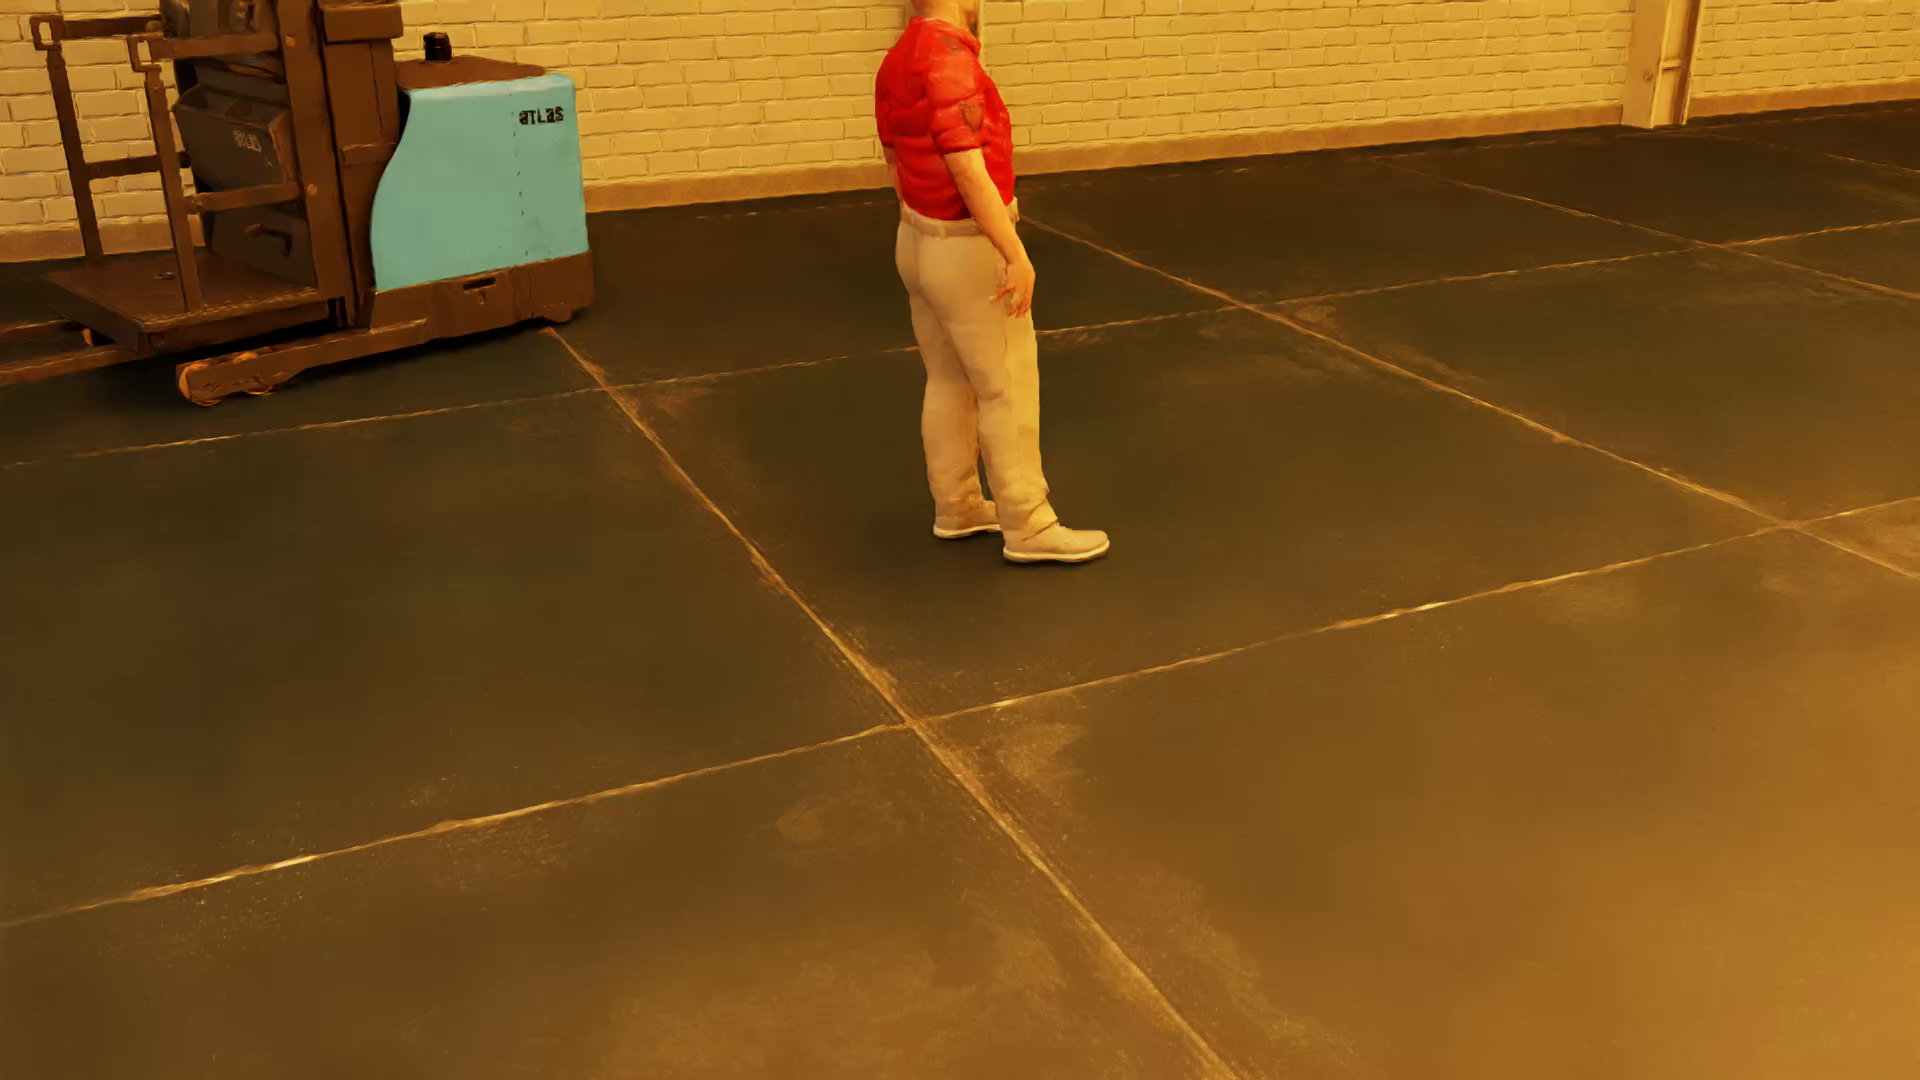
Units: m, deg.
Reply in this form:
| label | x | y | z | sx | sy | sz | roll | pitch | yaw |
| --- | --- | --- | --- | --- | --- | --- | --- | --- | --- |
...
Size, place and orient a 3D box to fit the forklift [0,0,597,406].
| label | x | y | z | sx | sy | sz | roll | pitch | yaw |
| --- | --- | --- | --- | --- | --- | --- | --- | --- | --- |
| forklift | -3.034 | -2.087 | 6.309 | 1.130 | 2.935 | 3.031 | 21 | 30 | 41 |

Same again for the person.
| label | x | y | z | sx | sy | sz | roll | pitch | yaw |
| --- | --- | --- | --- | --- | --- | --- | --- | --- | --- |
| person | 0.086 | -0.816 | 4.797 | 0.550 | 1.727 | 0.640 | -10 | 25 | -23 |
